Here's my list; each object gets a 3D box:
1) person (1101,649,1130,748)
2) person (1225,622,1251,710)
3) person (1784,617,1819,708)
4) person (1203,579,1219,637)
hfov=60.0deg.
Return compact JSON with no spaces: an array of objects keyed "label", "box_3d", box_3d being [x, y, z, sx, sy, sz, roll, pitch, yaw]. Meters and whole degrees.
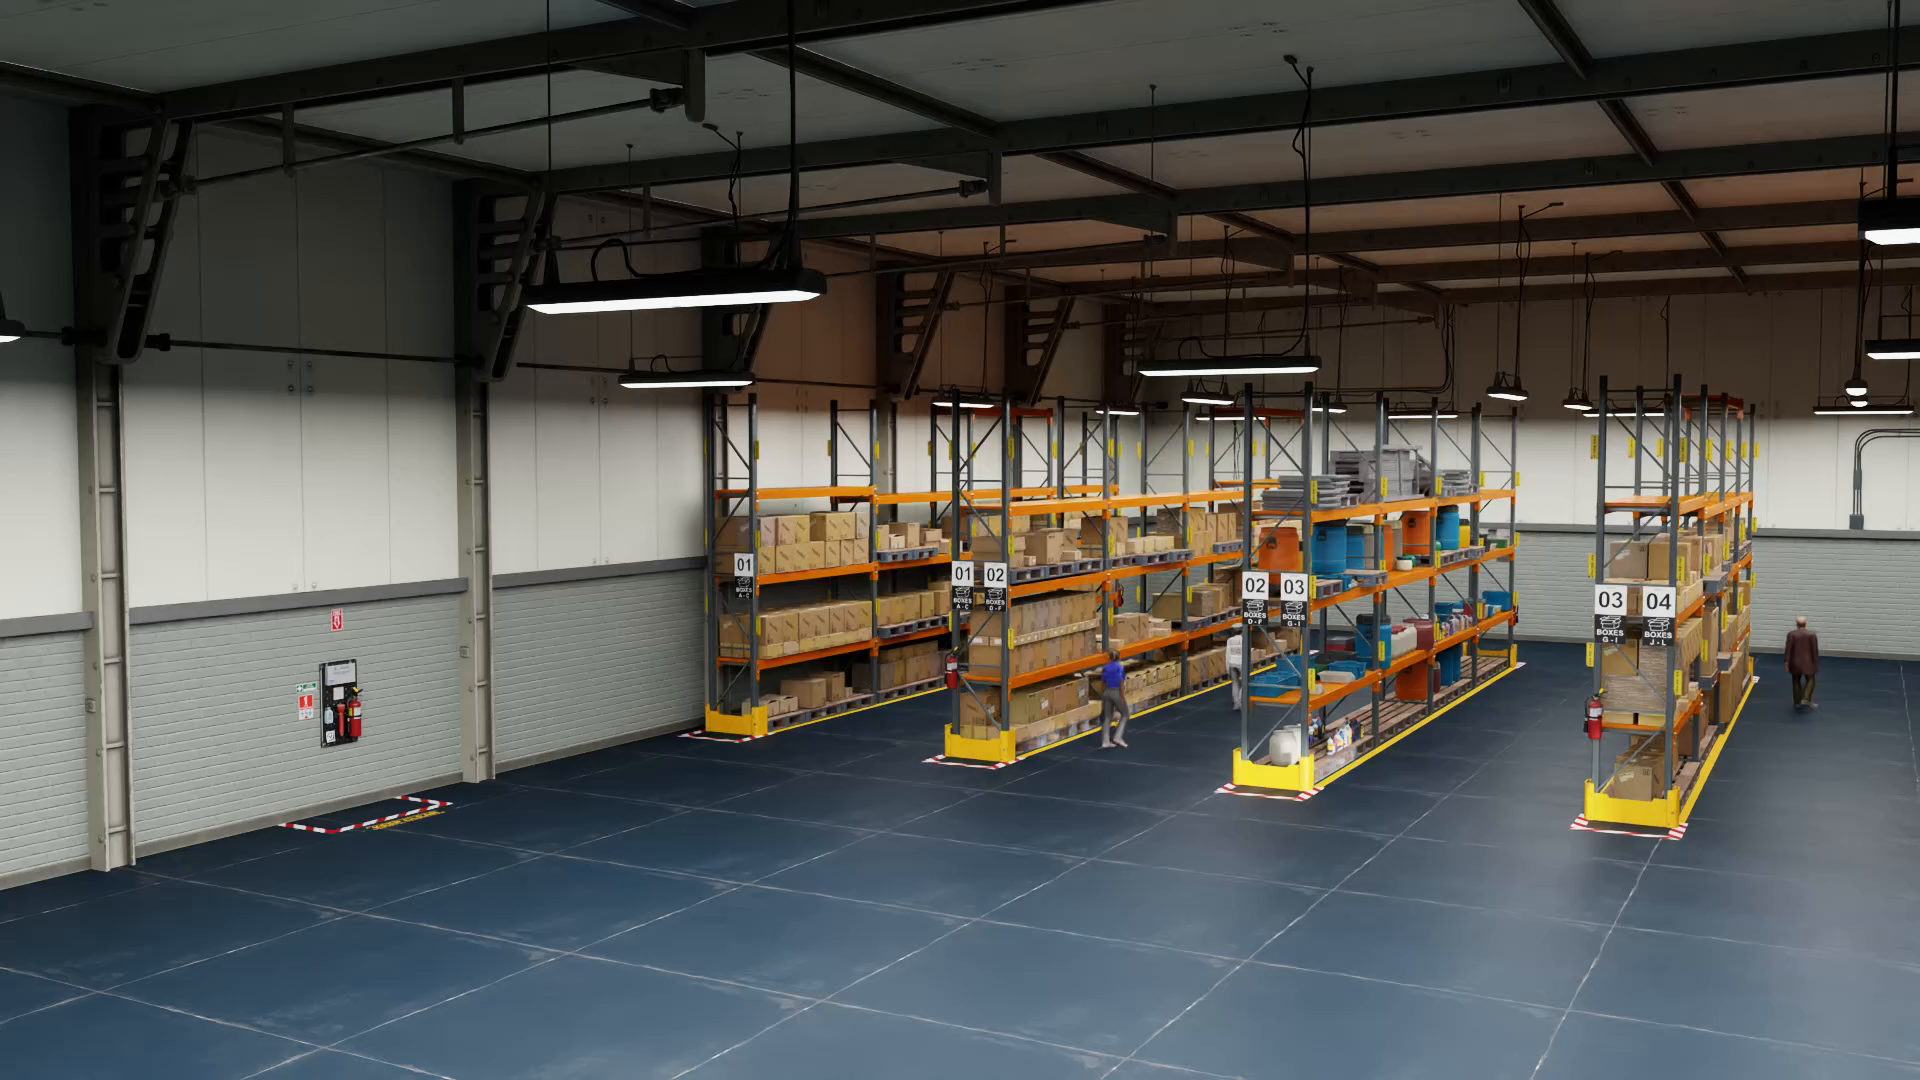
[{"label":"person","box_3d":[2.577,2.674,27.961,0.495,1.645,0.516,3,4,42]},{"label":"person","box_3d":[5.338,2.444,32.024,0.520,1.663,0.479,2,4,35]},{"label":"person","box_3d":[16.319,2.436,32.256,0.614,1.657,0.612,2,3,27]},{"label":"person","box_3d":[6.284,1.826,42.388,0.613,1.720,1.064,2,4,31]}]
